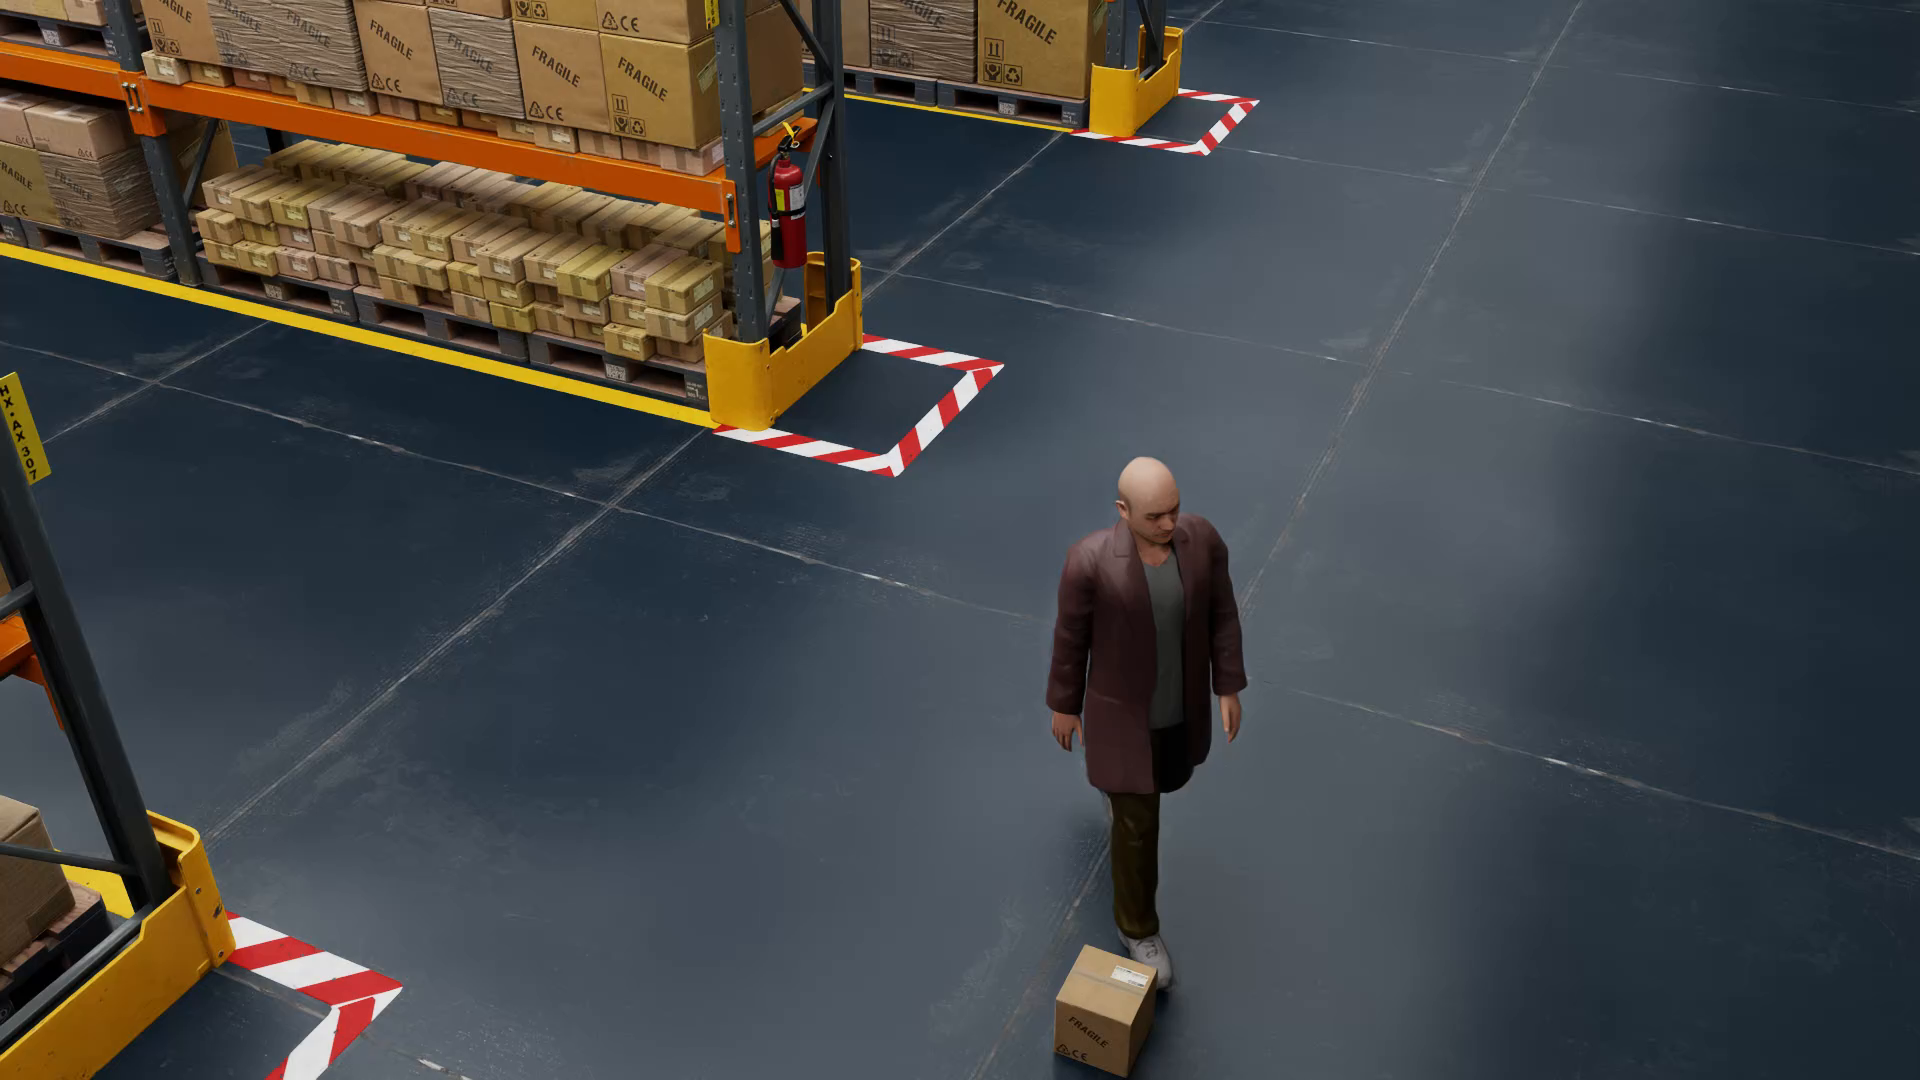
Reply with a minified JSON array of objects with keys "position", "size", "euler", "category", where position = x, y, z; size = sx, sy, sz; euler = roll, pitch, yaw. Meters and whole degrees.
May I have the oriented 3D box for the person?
[{"position":[0.599,0.501,5.396],"size":[0.619,1.750,0.998],"euler":[-13,35,-19],"category":"person"}]
